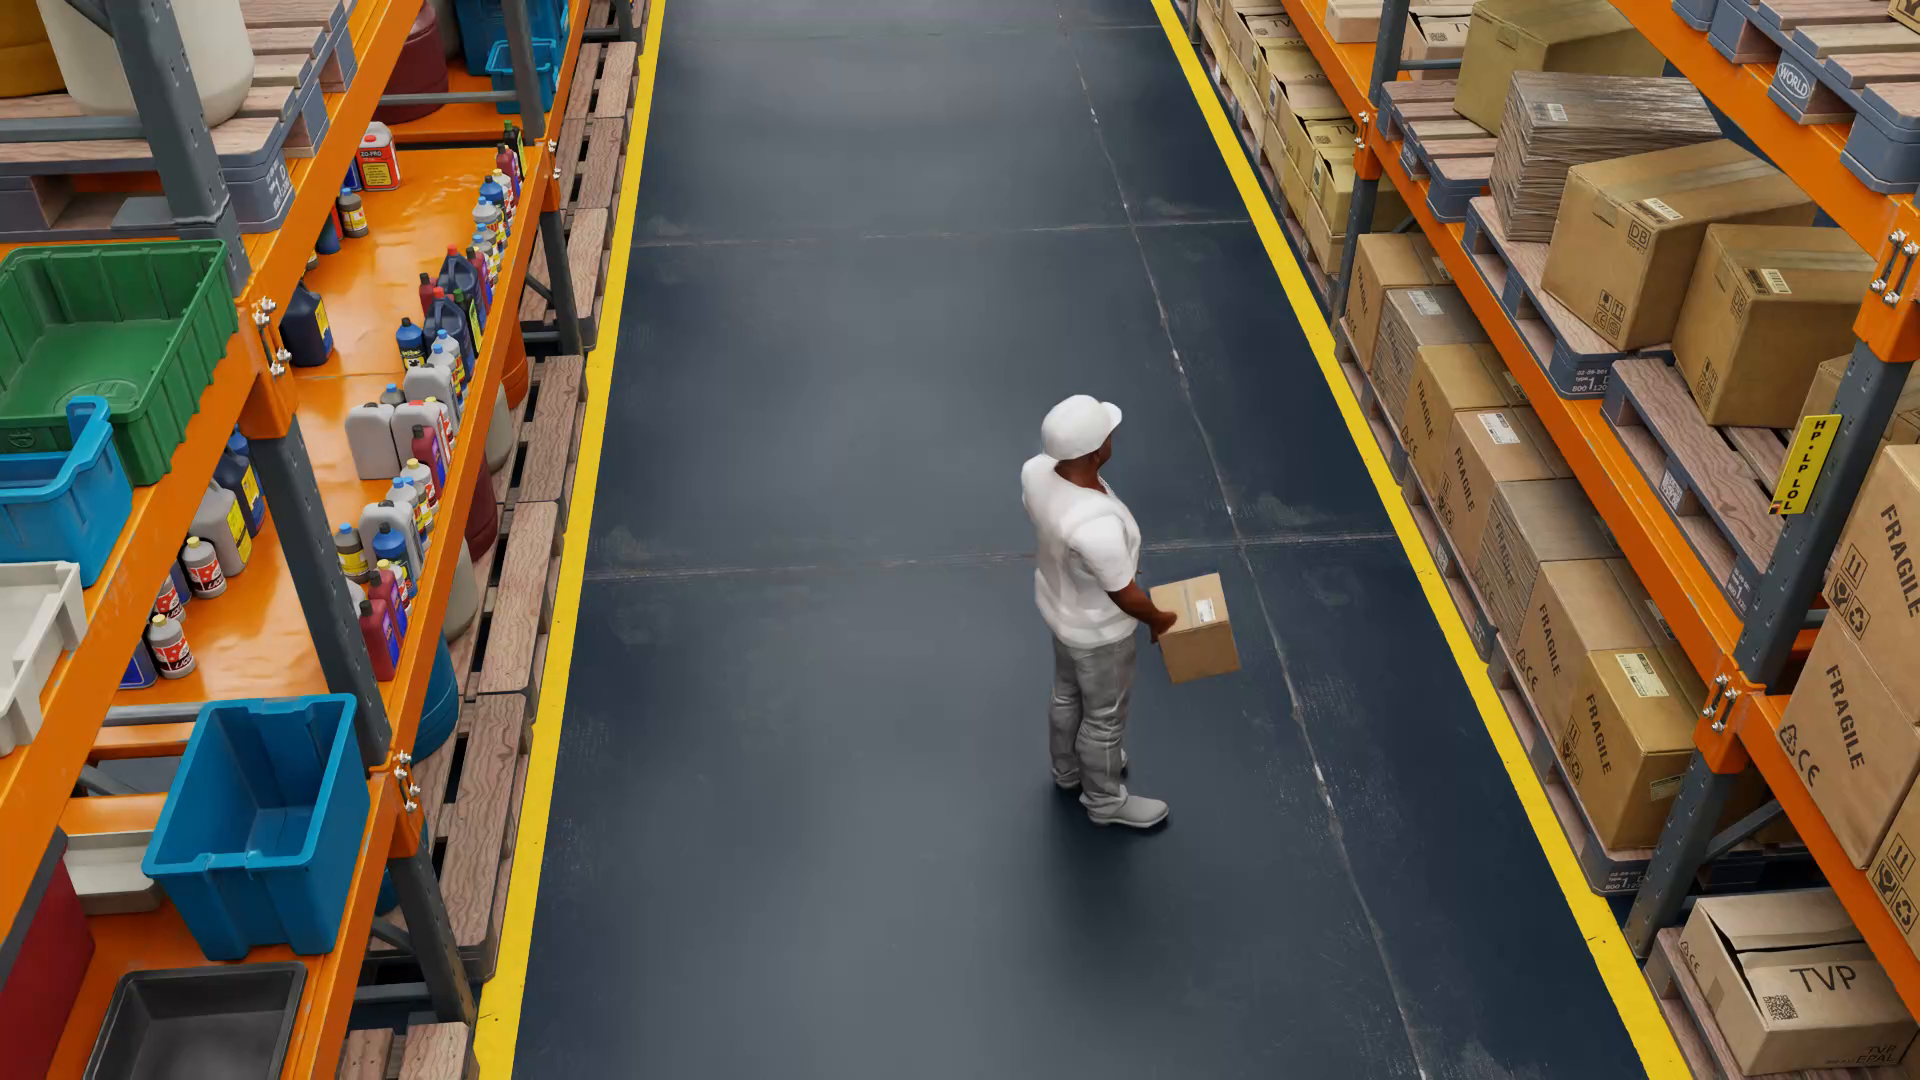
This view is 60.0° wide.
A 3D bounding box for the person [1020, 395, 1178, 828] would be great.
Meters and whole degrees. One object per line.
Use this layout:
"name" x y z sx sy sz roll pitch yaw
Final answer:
"person" 0.490 0.246 5.818 0.496 1.773 0.583 -13 41 -16
